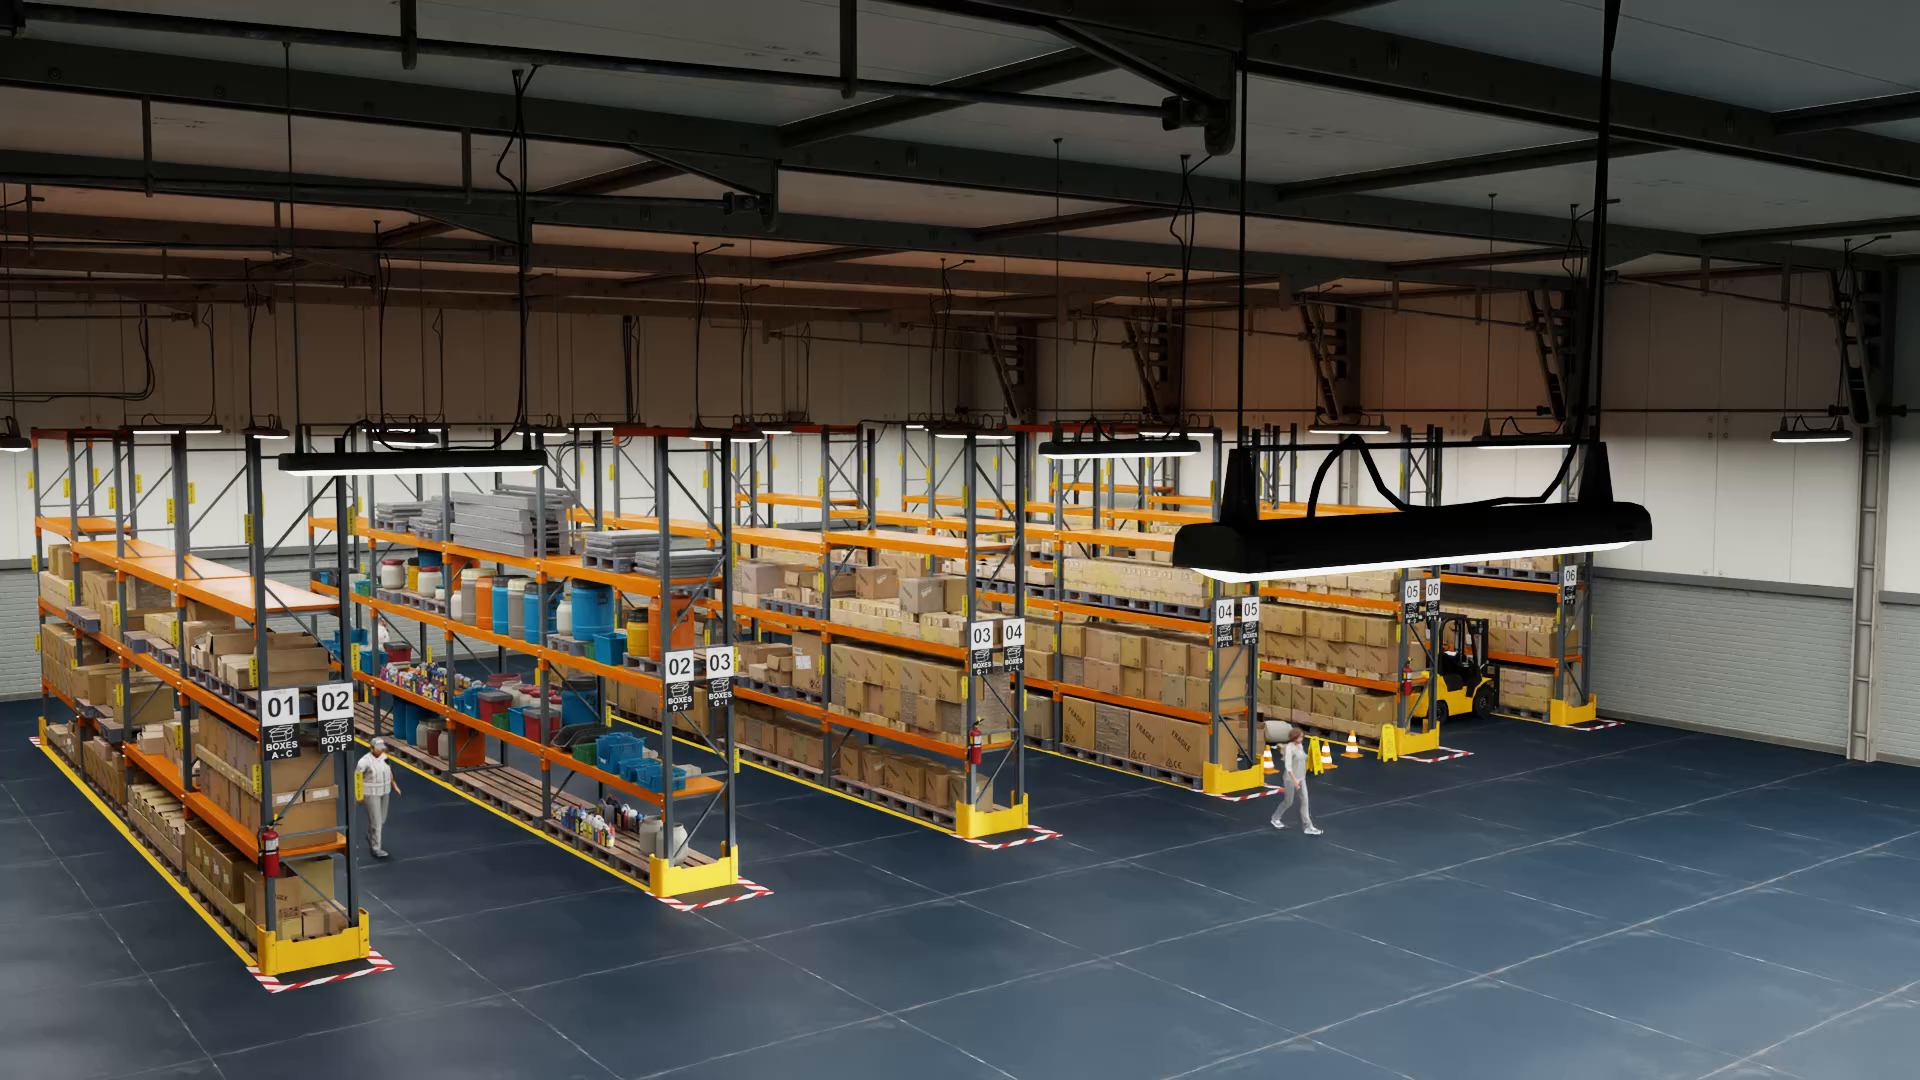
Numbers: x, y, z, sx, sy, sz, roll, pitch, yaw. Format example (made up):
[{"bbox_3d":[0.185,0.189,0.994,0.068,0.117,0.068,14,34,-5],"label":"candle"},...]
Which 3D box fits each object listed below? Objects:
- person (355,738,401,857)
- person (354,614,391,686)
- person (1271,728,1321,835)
[{"bbox_3d":[-8.357,3.641,23.788,0.740,1.661,0.542,2,5,26],"label":"person"},{"bbox_3d":[-13.163,2.530,37.618,1.099,1.694,0.540,-1,5,-16],"label":"person"},{"bbox_3d":[5.056,3.590,24.893,0.846,1.548,0.486,4,6,43],"label":"person"}]
